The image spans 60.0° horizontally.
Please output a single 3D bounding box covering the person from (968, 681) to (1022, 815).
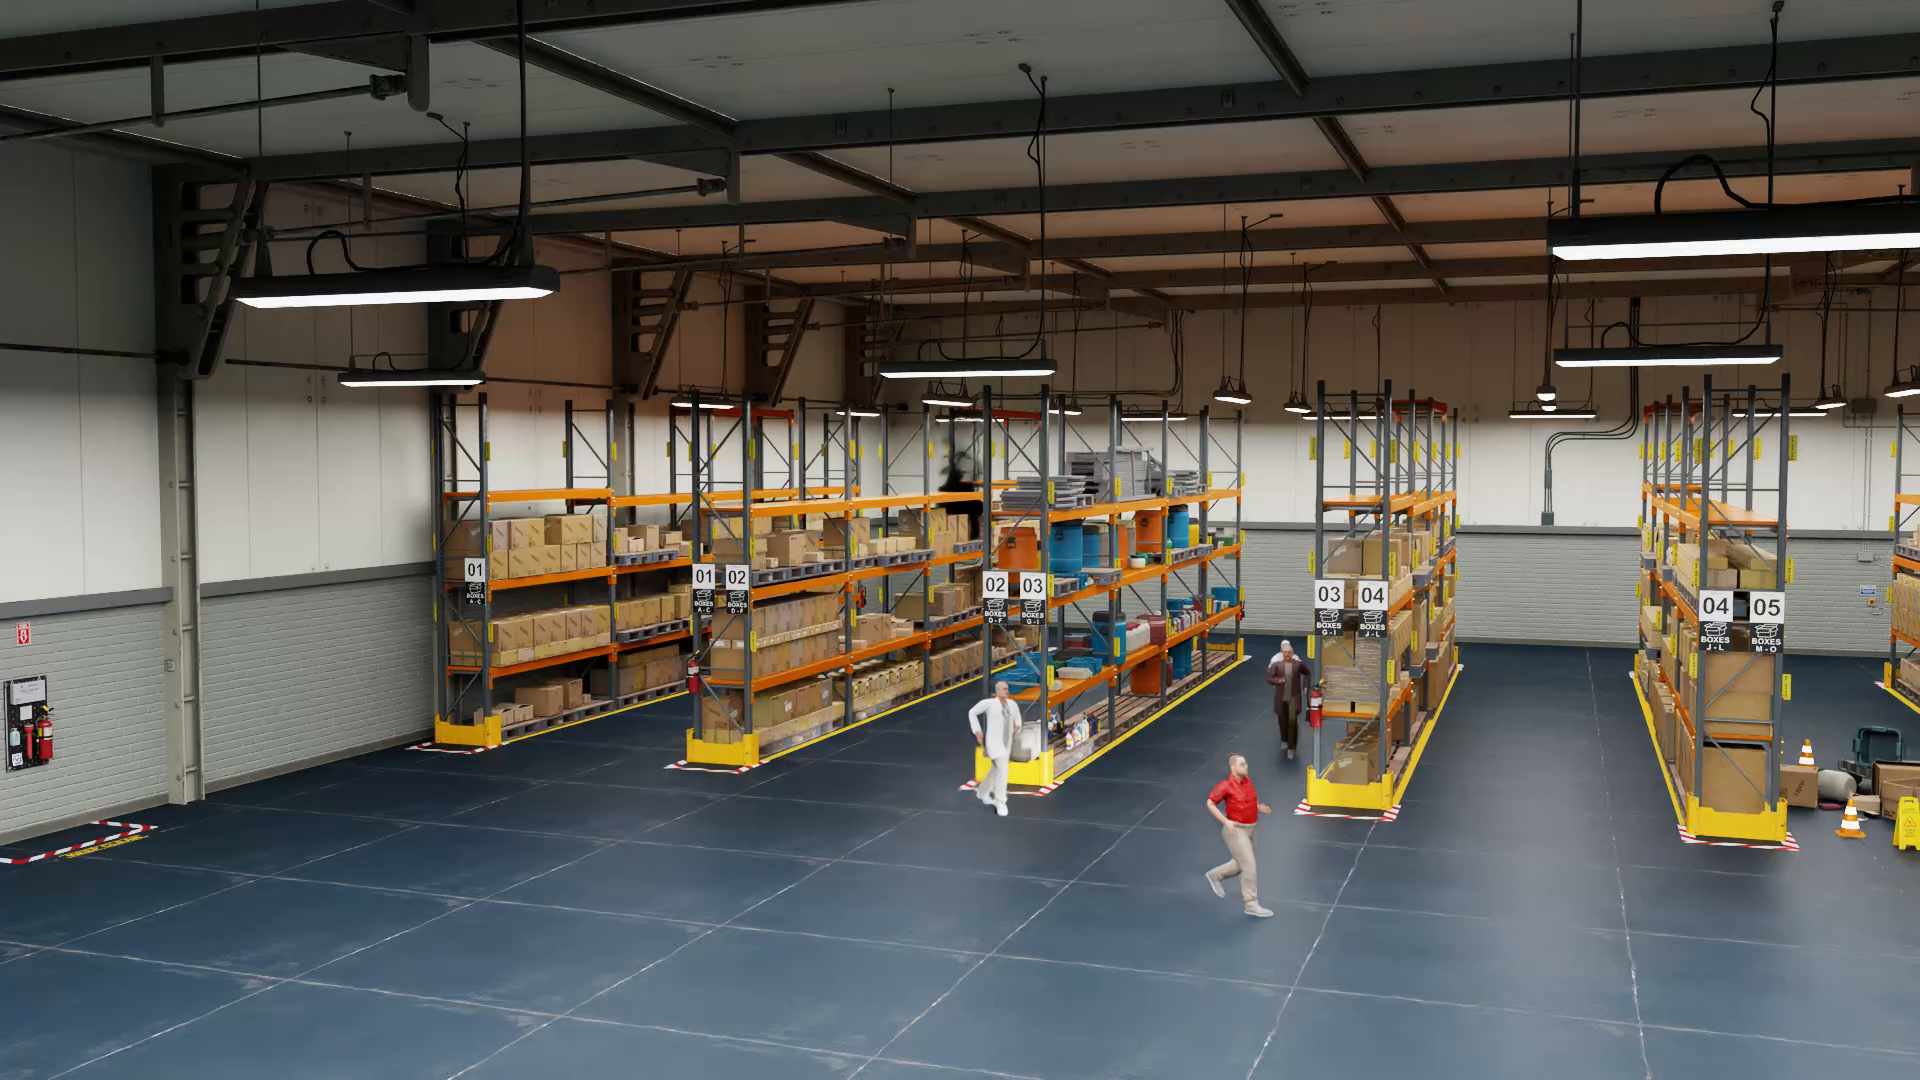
[{"bbox_3d":[0.530,2.890,23.284,0.705,1.839,0.805,-3,4,-42],"label":"person"}]

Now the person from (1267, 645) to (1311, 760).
[{"bbox_3d":[5.400,2.652,27.379,0.677,1.846,0.865,1,3,18],"label":"person"}]

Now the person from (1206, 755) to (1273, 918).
[{"bbox_3d":[3.019,3.213,18.072,0.921,1.628,0.674,3,4,41],"label":"person"}]

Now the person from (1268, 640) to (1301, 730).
[{"bbox_3d":[5.757,2.625,29.447,0.592,1.718,0.723,1,3,14],"label":"person"}]

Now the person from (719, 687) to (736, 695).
[{"bbox_3d":[-4.175,2.603,30.145,0.575,1.615,0.560,1,3,12],"label":"person"}]
